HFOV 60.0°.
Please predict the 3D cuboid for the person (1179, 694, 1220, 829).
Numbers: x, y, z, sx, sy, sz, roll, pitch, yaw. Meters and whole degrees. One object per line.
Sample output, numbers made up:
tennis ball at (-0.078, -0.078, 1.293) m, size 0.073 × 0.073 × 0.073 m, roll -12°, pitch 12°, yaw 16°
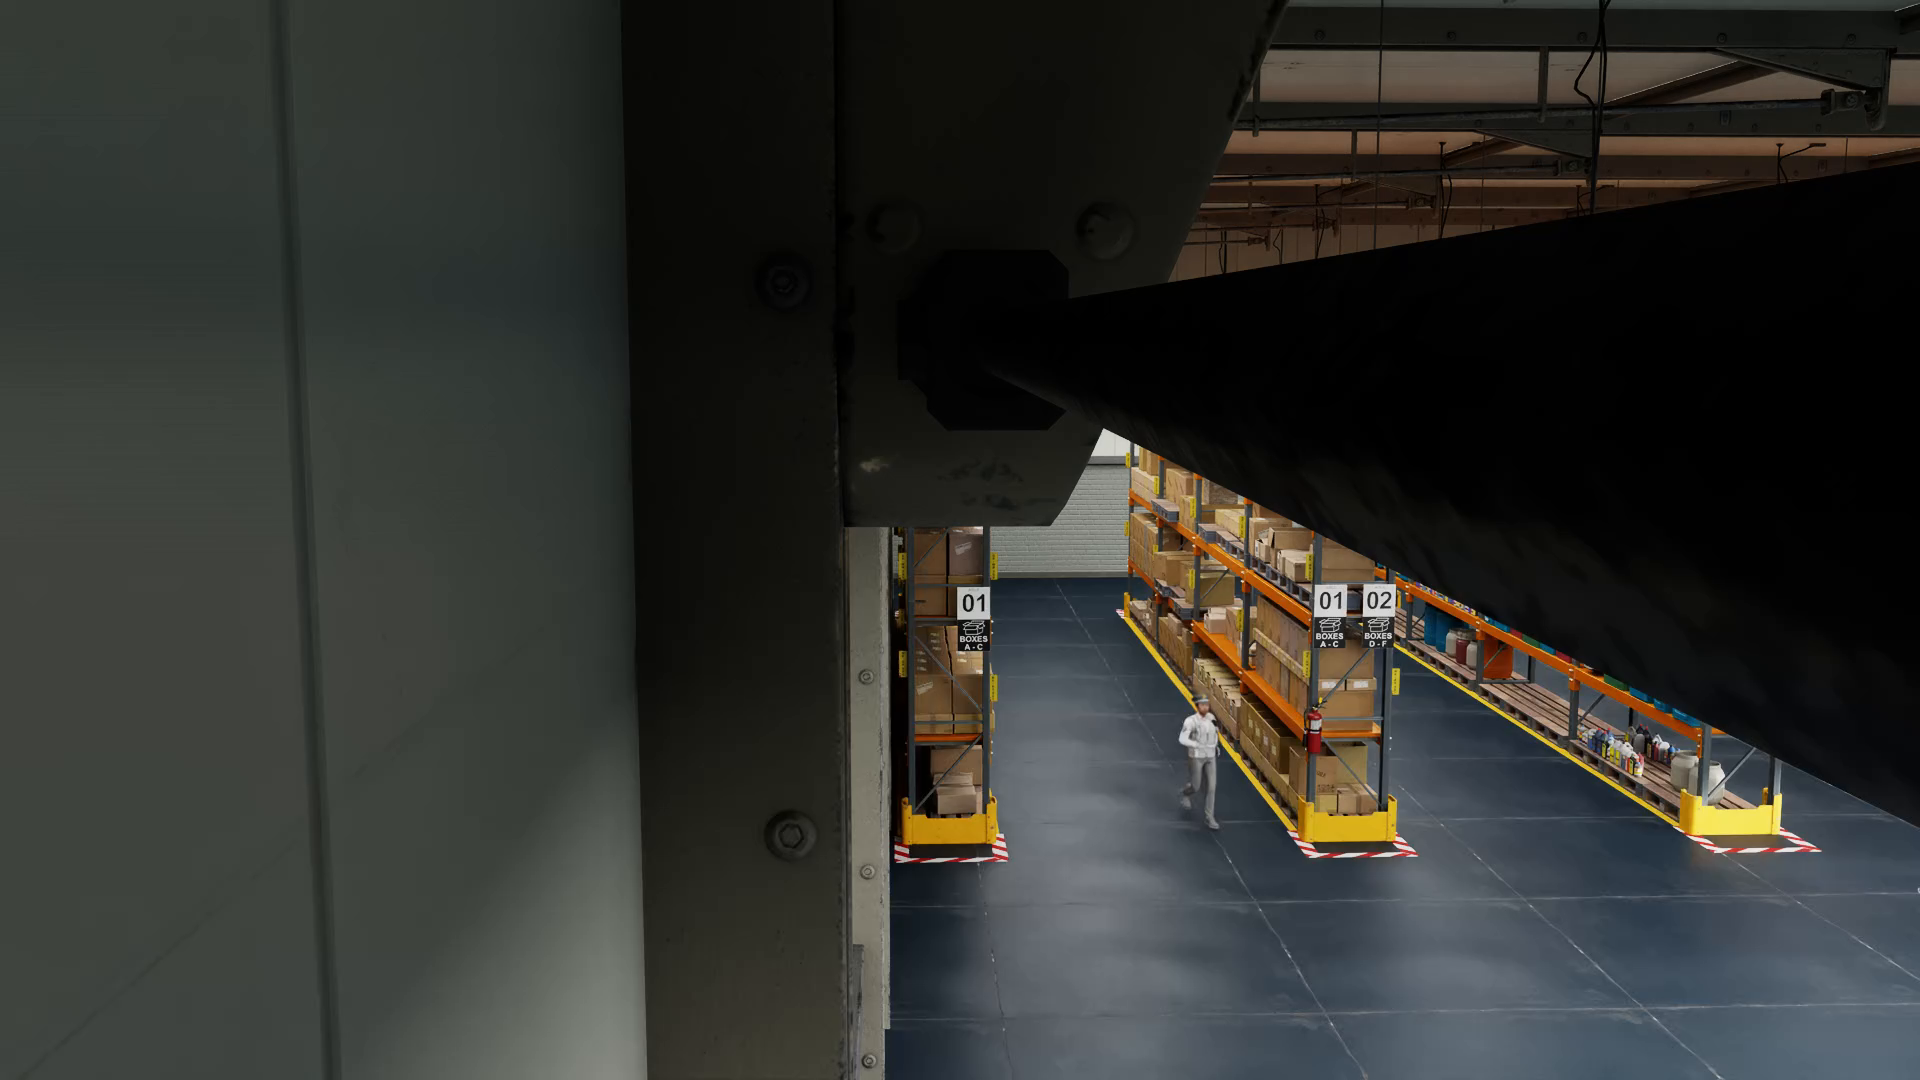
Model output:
person at (3.091, 2.770, 21.212) m, size 0.618 × 1.667 × 0.893 m, roll -2°, pitch 8°, yaw -16°
